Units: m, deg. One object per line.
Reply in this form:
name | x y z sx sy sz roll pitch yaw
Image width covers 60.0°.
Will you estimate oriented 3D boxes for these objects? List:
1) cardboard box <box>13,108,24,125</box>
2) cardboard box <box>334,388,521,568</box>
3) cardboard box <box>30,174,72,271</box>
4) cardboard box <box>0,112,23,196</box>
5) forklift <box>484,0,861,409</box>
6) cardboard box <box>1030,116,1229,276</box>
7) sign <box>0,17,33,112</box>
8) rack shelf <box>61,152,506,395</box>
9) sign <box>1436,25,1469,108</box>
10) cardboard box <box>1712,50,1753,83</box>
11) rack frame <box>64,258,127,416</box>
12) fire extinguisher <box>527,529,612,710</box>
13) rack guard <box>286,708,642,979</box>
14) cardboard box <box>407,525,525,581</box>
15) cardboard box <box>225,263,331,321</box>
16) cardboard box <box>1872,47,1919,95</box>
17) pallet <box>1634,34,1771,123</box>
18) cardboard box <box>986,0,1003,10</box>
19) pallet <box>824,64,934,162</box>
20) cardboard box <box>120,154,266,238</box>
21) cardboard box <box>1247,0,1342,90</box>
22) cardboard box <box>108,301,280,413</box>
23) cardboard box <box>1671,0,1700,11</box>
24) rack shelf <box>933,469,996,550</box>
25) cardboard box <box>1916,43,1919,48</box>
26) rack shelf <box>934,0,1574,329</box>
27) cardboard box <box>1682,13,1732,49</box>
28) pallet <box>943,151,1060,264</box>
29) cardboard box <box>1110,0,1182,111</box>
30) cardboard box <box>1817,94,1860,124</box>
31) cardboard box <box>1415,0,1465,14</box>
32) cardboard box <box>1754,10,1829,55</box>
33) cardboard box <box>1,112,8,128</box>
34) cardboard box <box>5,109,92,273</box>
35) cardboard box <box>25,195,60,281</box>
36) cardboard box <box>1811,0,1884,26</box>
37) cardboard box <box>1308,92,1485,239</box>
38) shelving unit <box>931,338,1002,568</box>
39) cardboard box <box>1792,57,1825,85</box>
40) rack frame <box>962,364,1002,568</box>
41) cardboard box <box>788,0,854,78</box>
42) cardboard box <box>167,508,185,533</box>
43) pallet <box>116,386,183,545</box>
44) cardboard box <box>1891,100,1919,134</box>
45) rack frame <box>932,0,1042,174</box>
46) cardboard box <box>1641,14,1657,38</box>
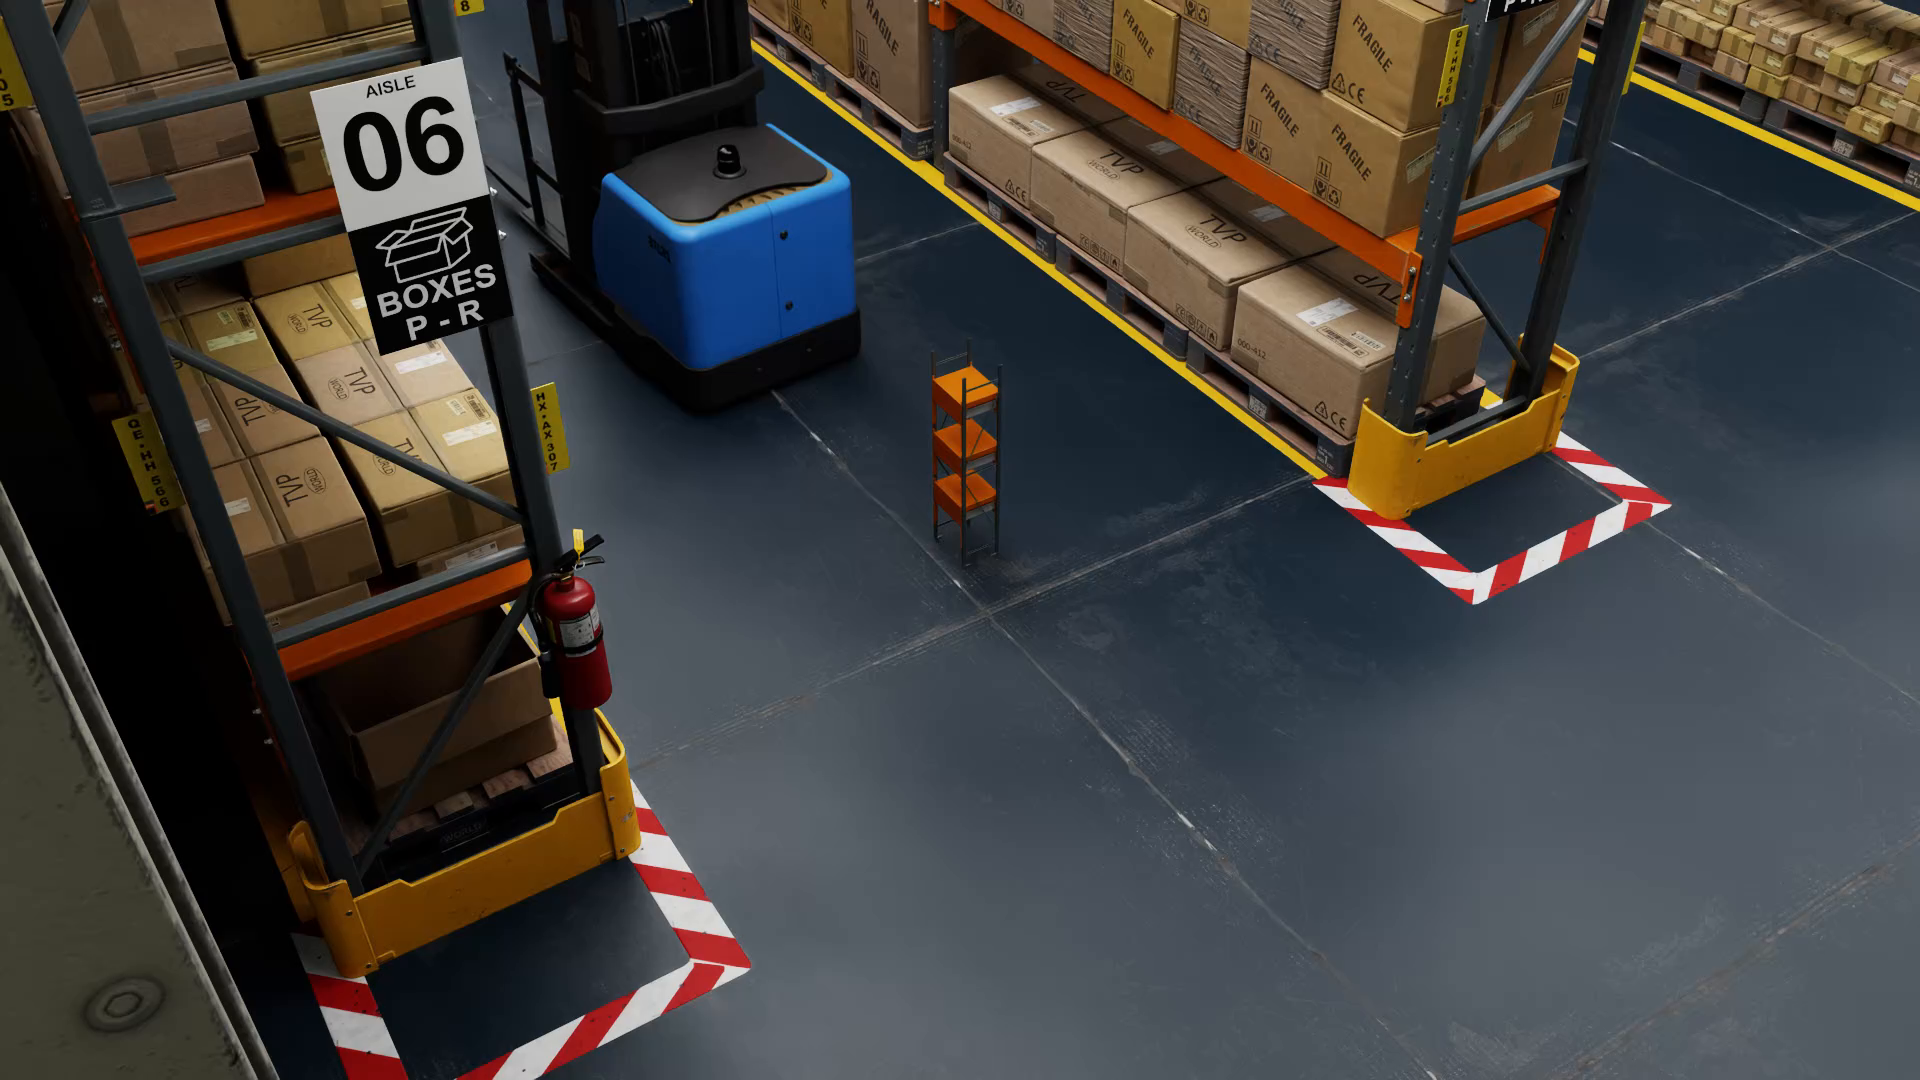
cardboard box | -2.502 -1.452 4.751 0.500 0.250 0.500 -22 44 -24
cardboard box | -1.765 -0.218 5.614 0.500 0.250 0.500 -22 45 -24
cardboard box | -3.585 -1.411 7.046 0.500 0.250 0.500 -23 45 -25
cardboard box | -5.528 -2.462 10.047 0.500 0.500 0.500 -20 44 -22
forklift | -1.815 -2.688 8.747 1.130 2.935 3.031 -25 46 -27
cardboard box | 1.013 -2.012 9.555 0.875 0.438 0.875 -24 45 -26
sign | -2.227 -1.136 3.796 0.100 0.325 0.005 -22 45 -24
rack shelf | -2.823 -1.780 5.822 1.077 0.370 4.000 -22 45 -24
sign | 1.970 -1.891 6.647 0.100 0.325 0.005 -22 45 -24
cardboard box | 5.339 -3.247 11.263 0.380 0.149 0.250 -21 44 -24
rack frame | -3.899 -1.983 7.847 1.000 3.000 0.127 -22 45 -24
fire extinguisher | -1.279 0.269 5.496 0.296 0.674 0.183 -22 45 -24
rack guard | -1.789 1.095 6.106 1.175 0.500 0.348 -22 45 -24
cardboard box | -1.693 0.001 5.663 0.380 0.149 0.250 -23 45 -25
cardboard box | -2.604 -1.032 6.590 0.500 0.250 0.500 -23 45 -25
cardboard box | 5.969 -2.942 10.432 0.380 0.149 0.250 -21 44 -24
pallet | 5.455 -3.371 11.691 1.003 0.211 1.213 -22 45 -24
cardboard box | 0.316 -3.389 9.456 0.500 0.500 0.500 -21 44 -23
pallet | -0.194 -3.013 11.261 1.003 0.211 1.213 -22 45 -24
cardboard box | -2.115 -0.973 4.488 0.380 0.149 0.250 -21 44 -23
cardboard box | 1.669 -2.407 7.497 0.500 0.500 0.500 -22 45 -24
cardboard box | -2.758 -0.585 6.055 0.500 0.250 0.500 -21 44 -23
cardboard box | 5.133 -3.784 11.442 0.380 0.149 0.250 -24 45 -26
rack shelf | 0.029 -0.153 7.624 0.215 0.259 0.240 -22 45 -24
cardboard box | 6.309 -3.095 10.616 0.380 0.149 0.250 -21 44 -24
rack shelf | 1.360 -2.338 8.835 1.077 0.370 4.000 -22 45 -24
cardboard box | 5.166 -3.499 11.333 0.380 0.149 0.250 -22 44 -24
pallet | 0.627 -2.185 10.268 1.003 0.211 1.213 -22 45 -24
cardboard box | 1.122 -2.567 8.470 0.500 0.500 0.500 -21 44 -23
cardboard box | 5.802 -2.848 10.784 0.380 0.149 0.250 -22 45 -25
cardboard box | 2.073 -2.331 6.899 0.380 0.149 0.250 -22 44 -24
cardboard box | 5.446 -3.325 10.892 0.380 0.149 0.250 -21 44 -23
cardboard box | -5.182 -2.364 9.422 0.380 0.149 0.250 -24 45 -26
cardboard box | -3.322 -1.432 6.485 0.500 0.500 0.500 -23 45 -26
cardboard box | -4.672 -1.618 9.034 0.500 0.500 0.500 -24 45 -26
cardboard box | 5.938 -3.533 11.142 0.380 0.149 0.250 -20 44 -23
cardboard box | 1.953 -1.742 7.480 0.500 0.500 0.500 -22 45 -24
shelving unit | 0.029 -0.374 7.440 0.215 1.050 0.252 -22 45 -24
cardboard box | 5.691 -3.120 10.879 0.380 0.149 0.250 -23 45 -25
rack frame | 0.094 -0.309 7.361 0.200 1.050 0.008 -22 45 -24
cardboard box | -0.609 -3.831 11.396 0.875 0.875 0.875 -21 44 -23
cardboard box | -2.637 -0.208 5.913 0.380 0.149 0.250 -22 45 -24
pallet | -3.530 -0.541 8.295 1.003 0.211 1.213 -22 45 -24
cardboard box | 6.030 -2.660 10.326 0.380 0.149 0.250 -23 45 -25
rack frame | 0.284 -3.694 9.900 1.000 3.000 0.127 -22 45 -24
cardboard box | 5.002 -3.698 11.804 0.380 0.149 0.250 -24 45 -26
